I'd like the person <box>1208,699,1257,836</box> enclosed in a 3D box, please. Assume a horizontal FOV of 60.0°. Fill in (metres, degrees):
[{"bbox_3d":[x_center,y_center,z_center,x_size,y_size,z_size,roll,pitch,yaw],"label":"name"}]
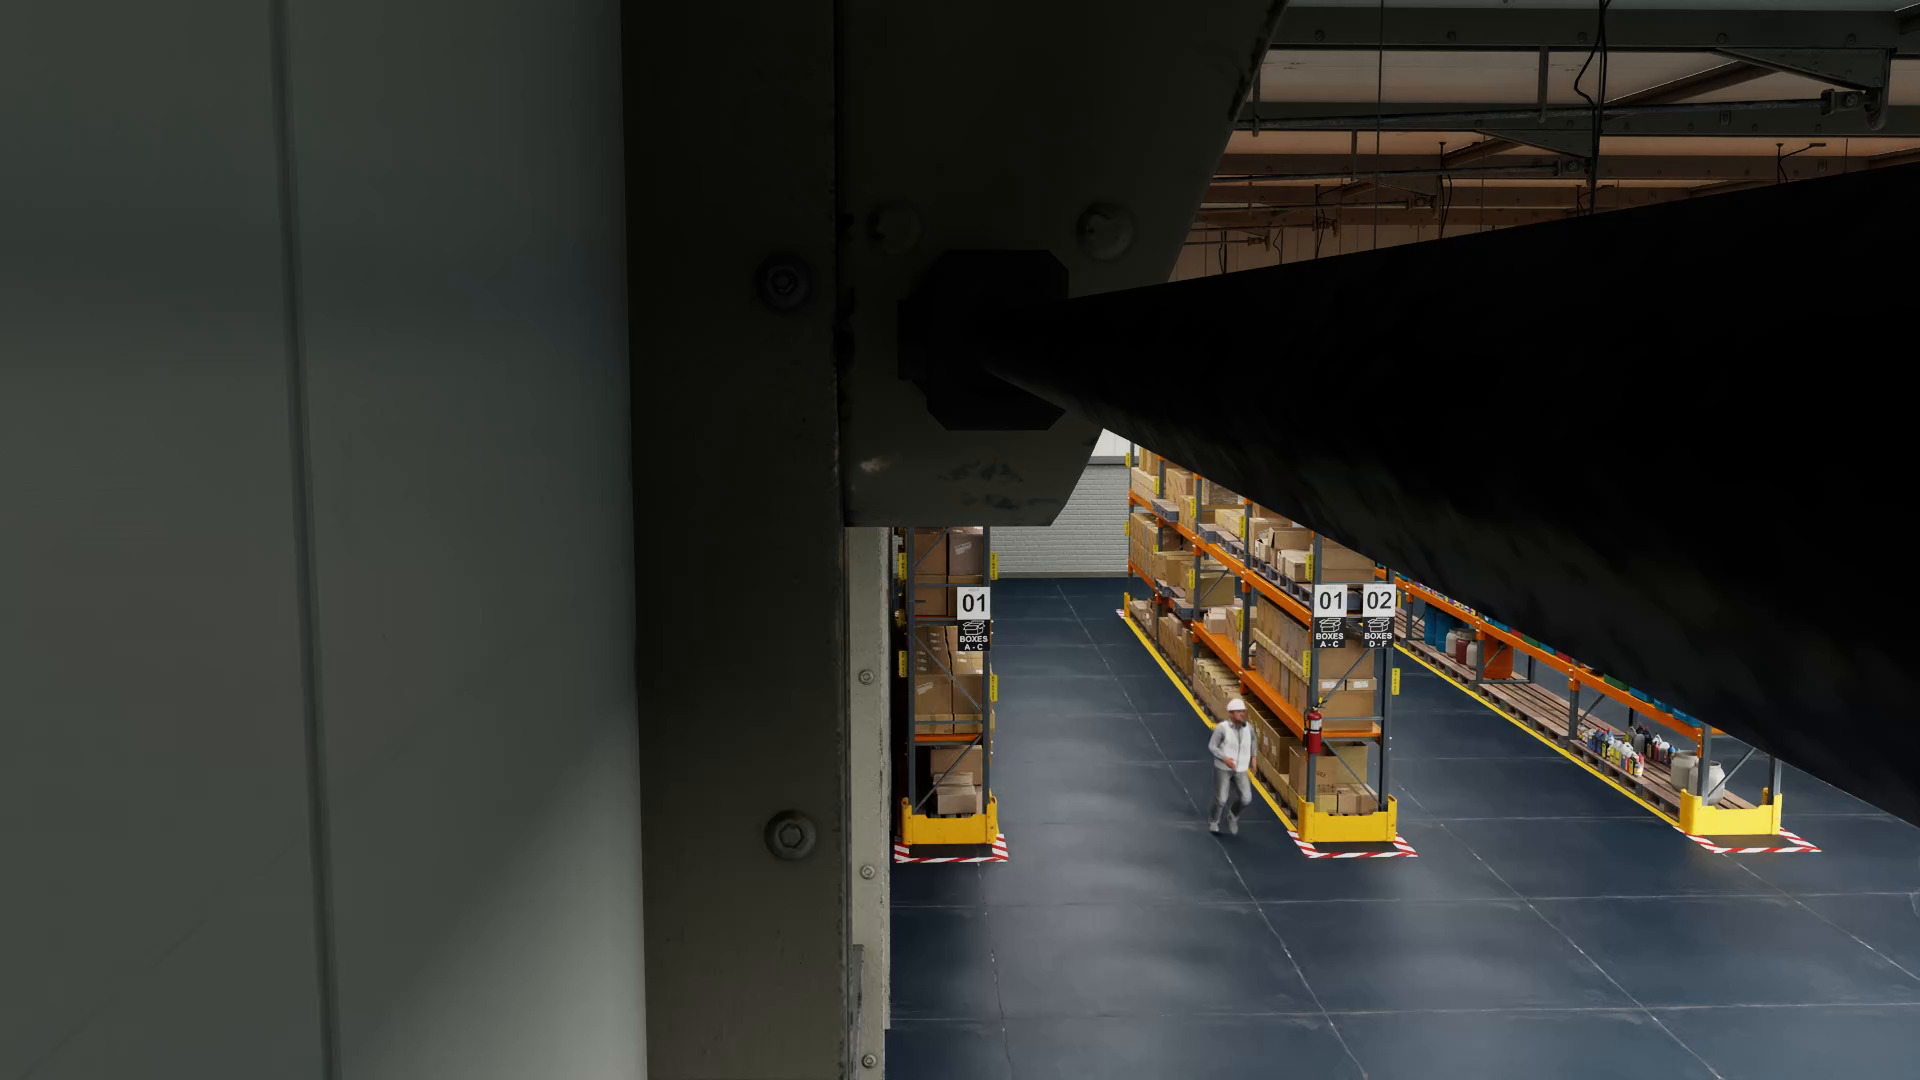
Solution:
[{"bbox_3d":[3.421,2.830,20.672,0.714,1.737,0.620,-2,8,-13],"label":"person"}]
